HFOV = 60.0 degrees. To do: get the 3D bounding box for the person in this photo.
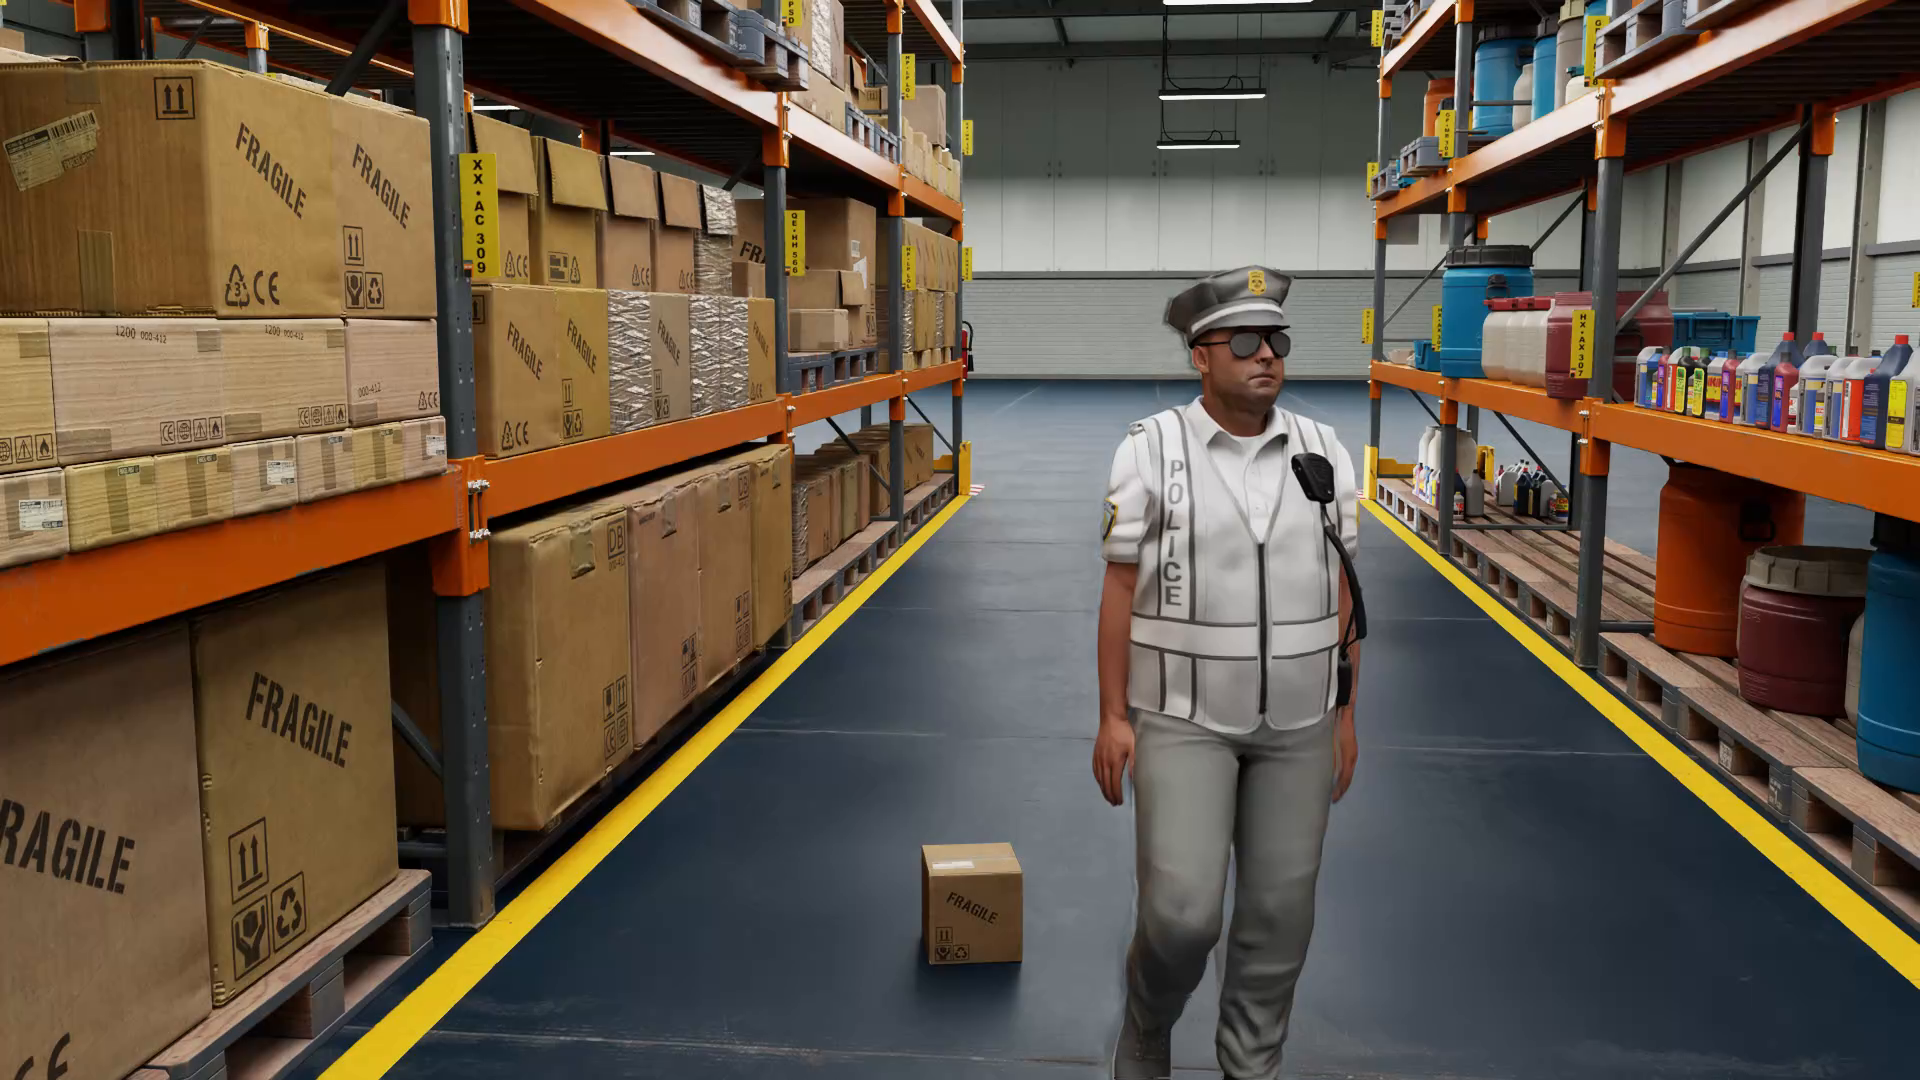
[{"bbox_3d":[0.554,0.348,3.350,0.555,1.782,0.484,-1,8,-9],"label":"person"}]
